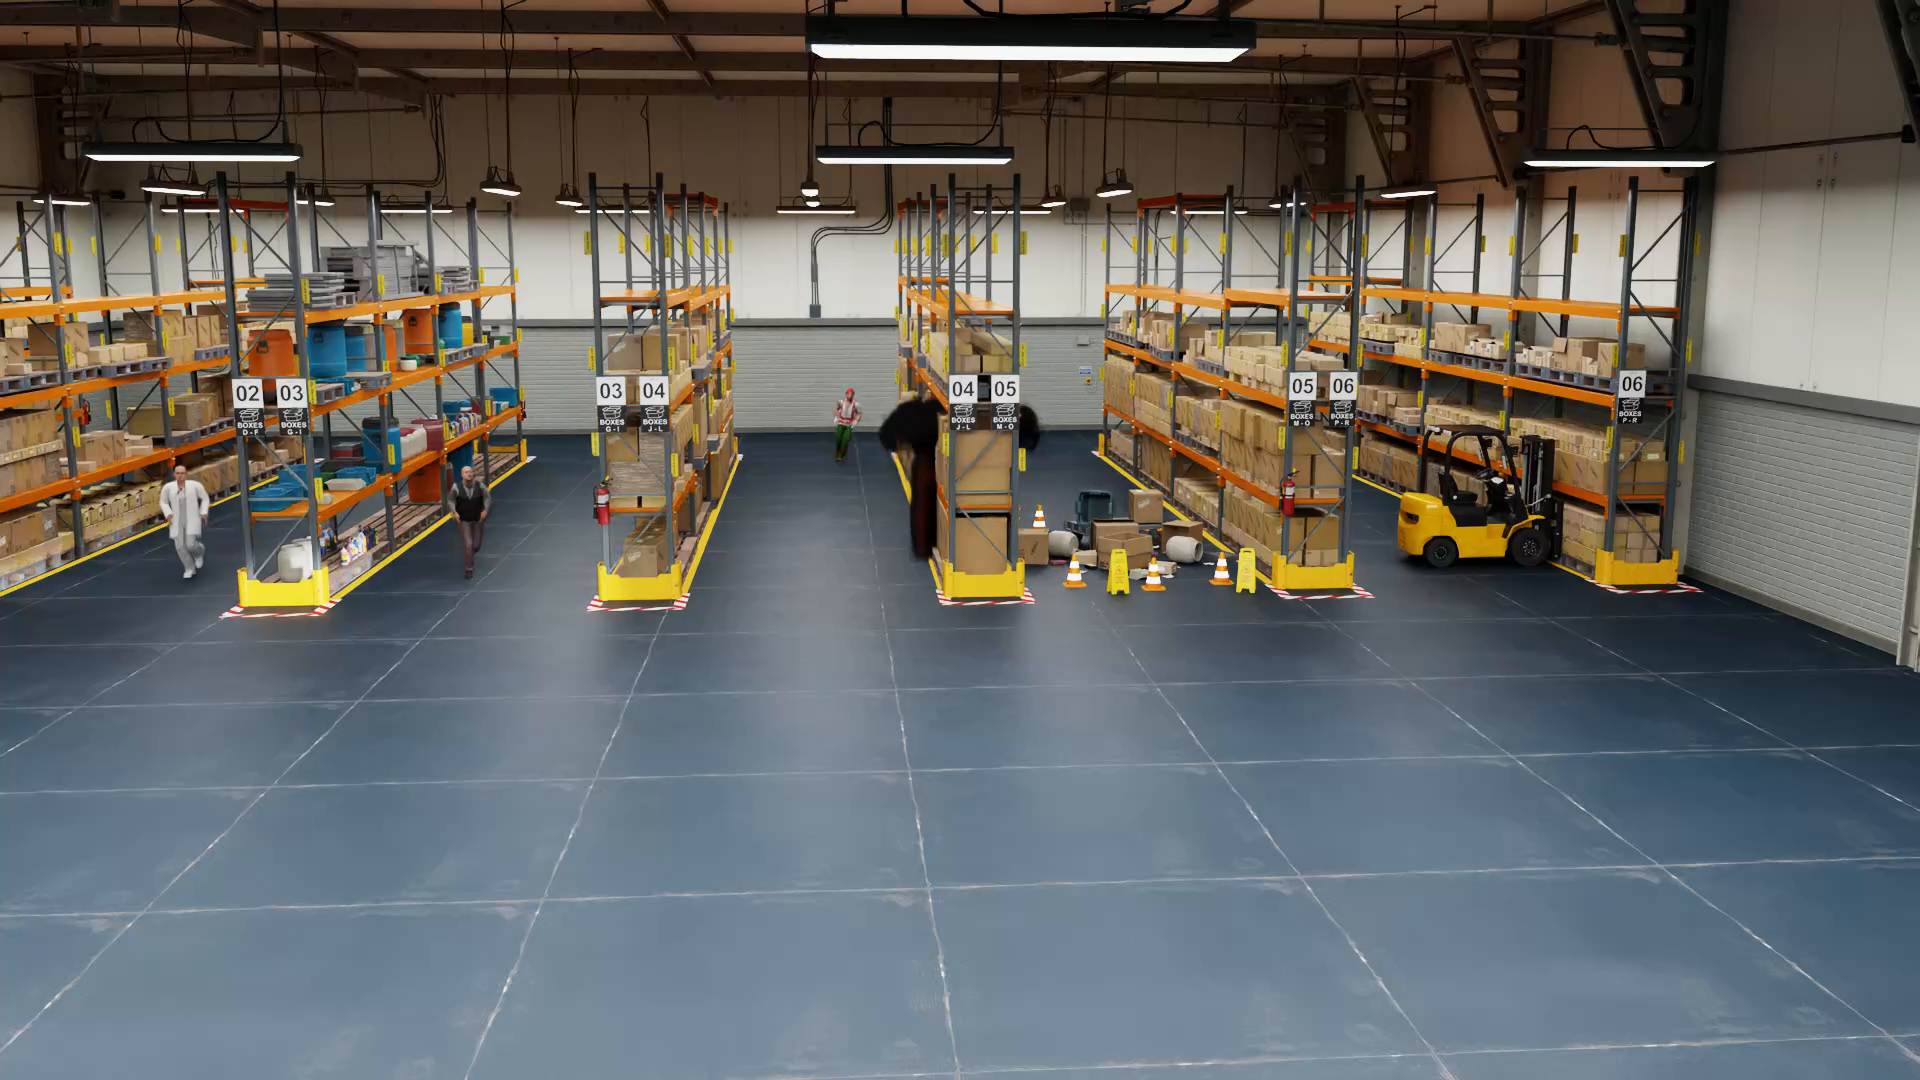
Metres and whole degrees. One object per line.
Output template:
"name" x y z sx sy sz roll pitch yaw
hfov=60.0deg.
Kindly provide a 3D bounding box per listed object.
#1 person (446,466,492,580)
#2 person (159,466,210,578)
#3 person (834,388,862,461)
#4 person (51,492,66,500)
"person" -7.525 -0.296 25.540 0.675 1.723 0.722 -4 11 -21
"person" -11.827 -0.283 25.377 0.686 1.724 0.679 -2 10 -12
"person" -2.643 -2.698 39.045 0.709 1.734 0.577 1 10 5
"person" -16.920 -1.190 31.089 0.546 1.492 0.835 -3 11 -19
